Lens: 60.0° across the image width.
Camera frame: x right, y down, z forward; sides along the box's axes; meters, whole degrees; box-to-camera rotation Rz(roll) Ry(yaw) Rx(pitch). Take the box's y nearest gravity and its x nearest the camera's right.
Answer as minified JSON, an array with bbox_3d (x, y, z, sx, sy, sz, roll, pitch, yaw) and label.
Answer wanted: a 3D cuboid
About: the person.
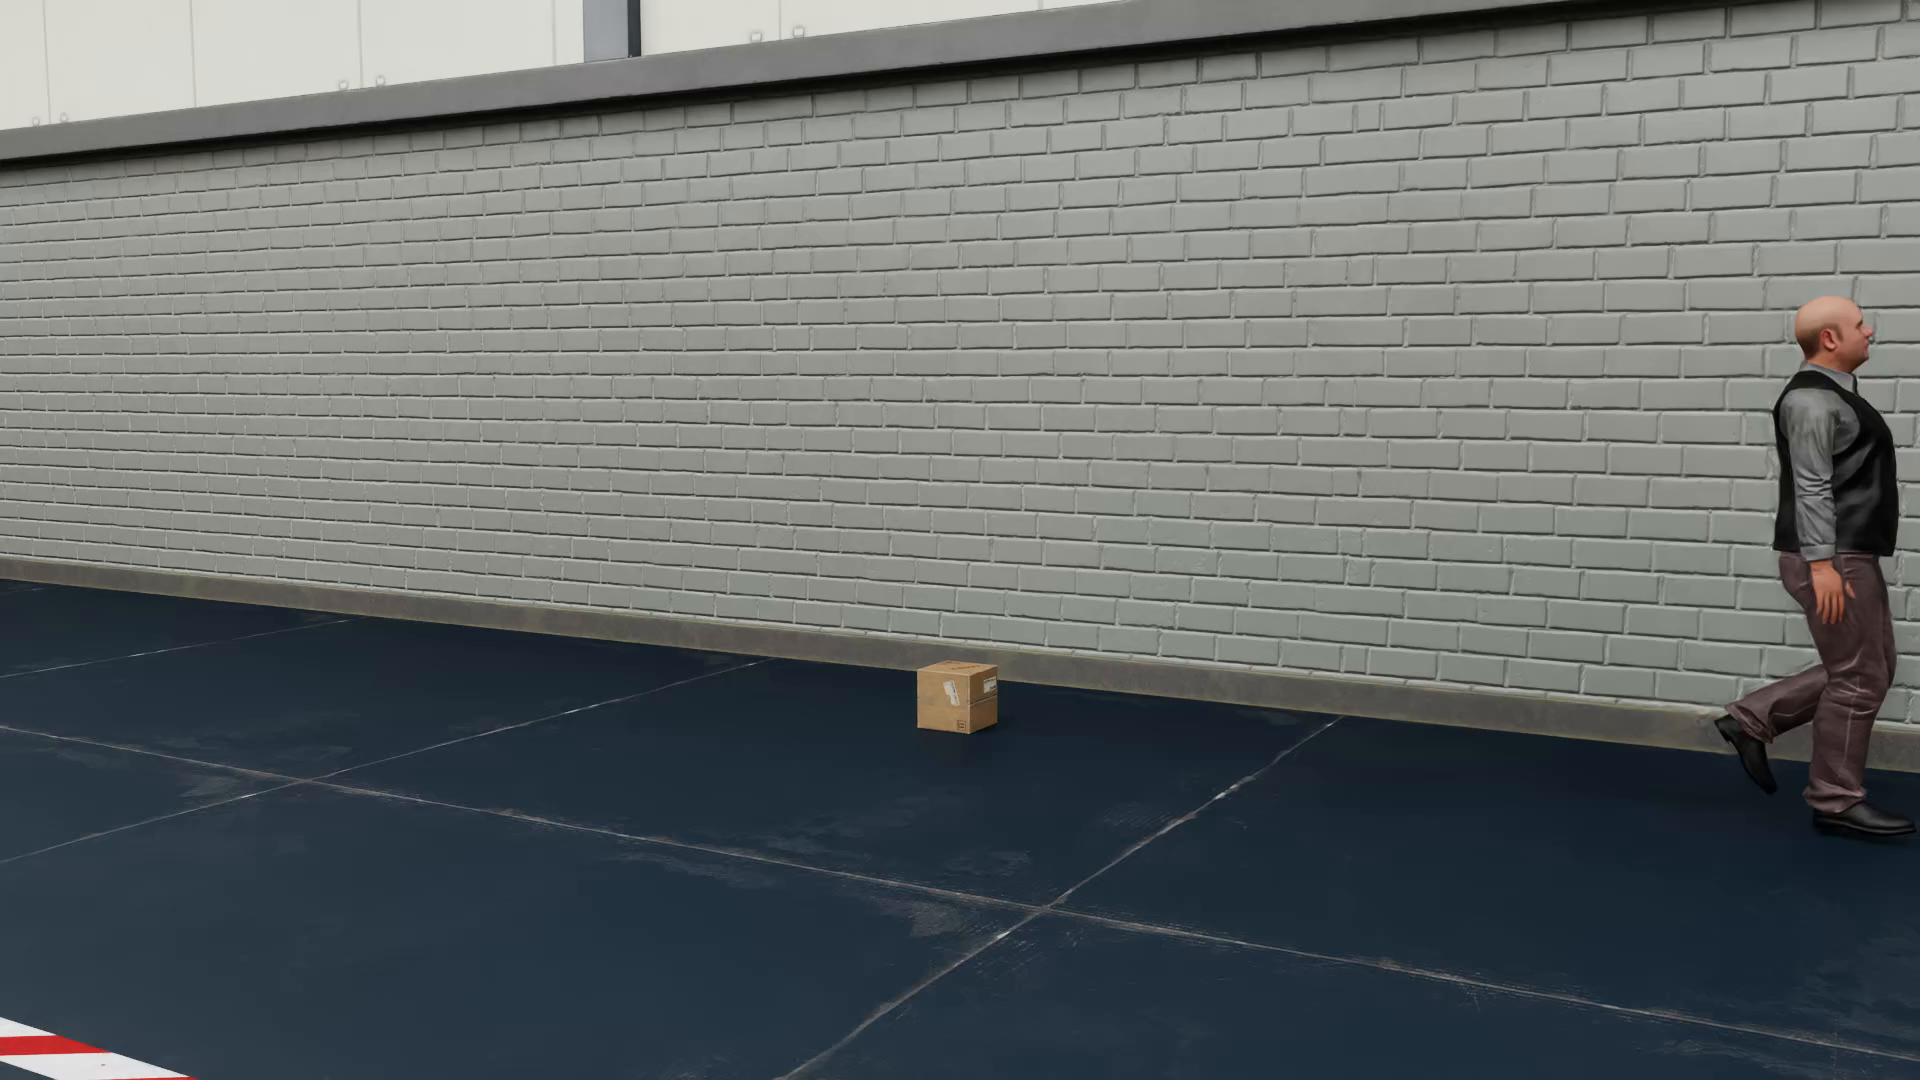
[{"bbox_3d":[2.789,0.072,5.379,0.621,1.706,0.541,4,7,32],"label":"person"}]
